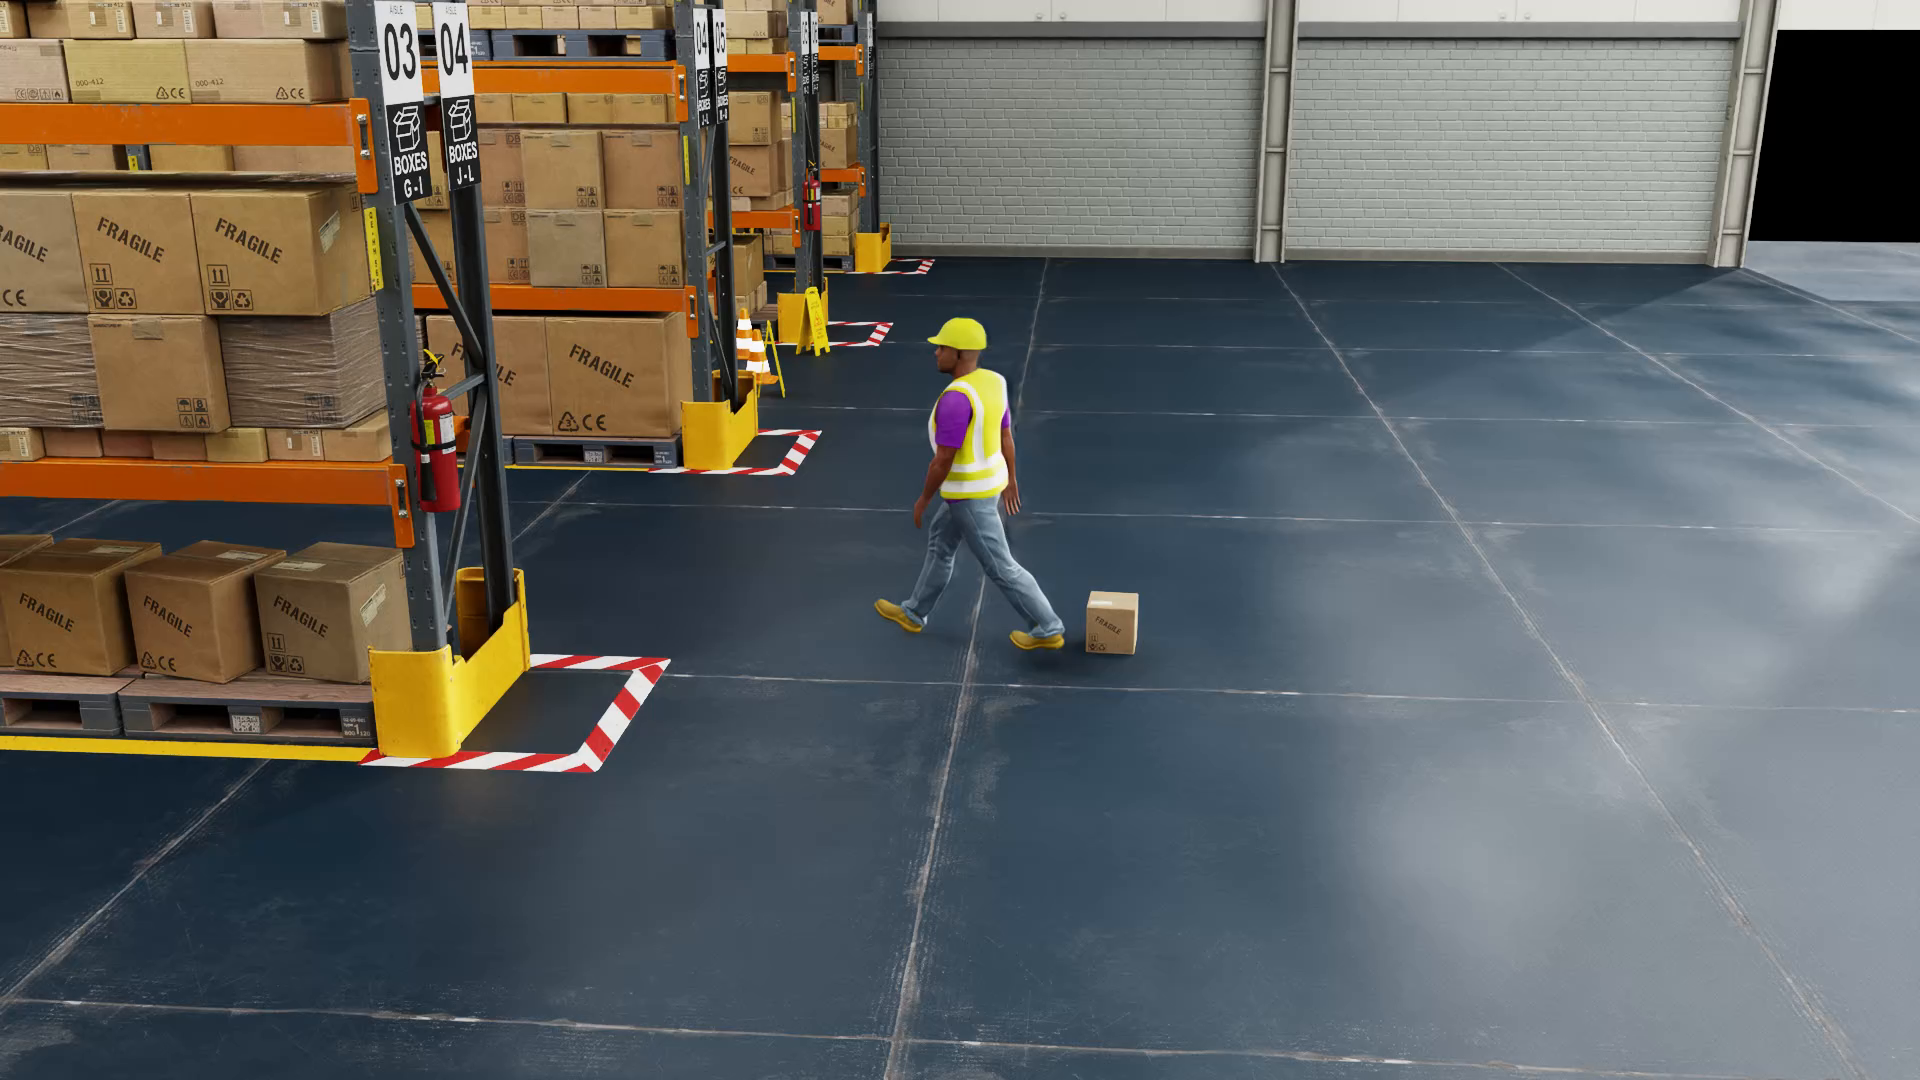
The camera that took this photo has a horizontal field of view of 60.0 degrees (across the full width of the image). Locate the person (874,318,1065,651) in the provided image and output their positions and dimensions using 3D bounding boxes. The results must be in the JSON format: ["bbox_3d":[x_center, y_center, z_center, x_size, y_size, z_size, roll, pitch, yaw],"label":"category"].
[{"bbox_3d":[0.015,-0.265,8.380,1.100,1.709,0.584,5,18,16],"label":"person"}]
